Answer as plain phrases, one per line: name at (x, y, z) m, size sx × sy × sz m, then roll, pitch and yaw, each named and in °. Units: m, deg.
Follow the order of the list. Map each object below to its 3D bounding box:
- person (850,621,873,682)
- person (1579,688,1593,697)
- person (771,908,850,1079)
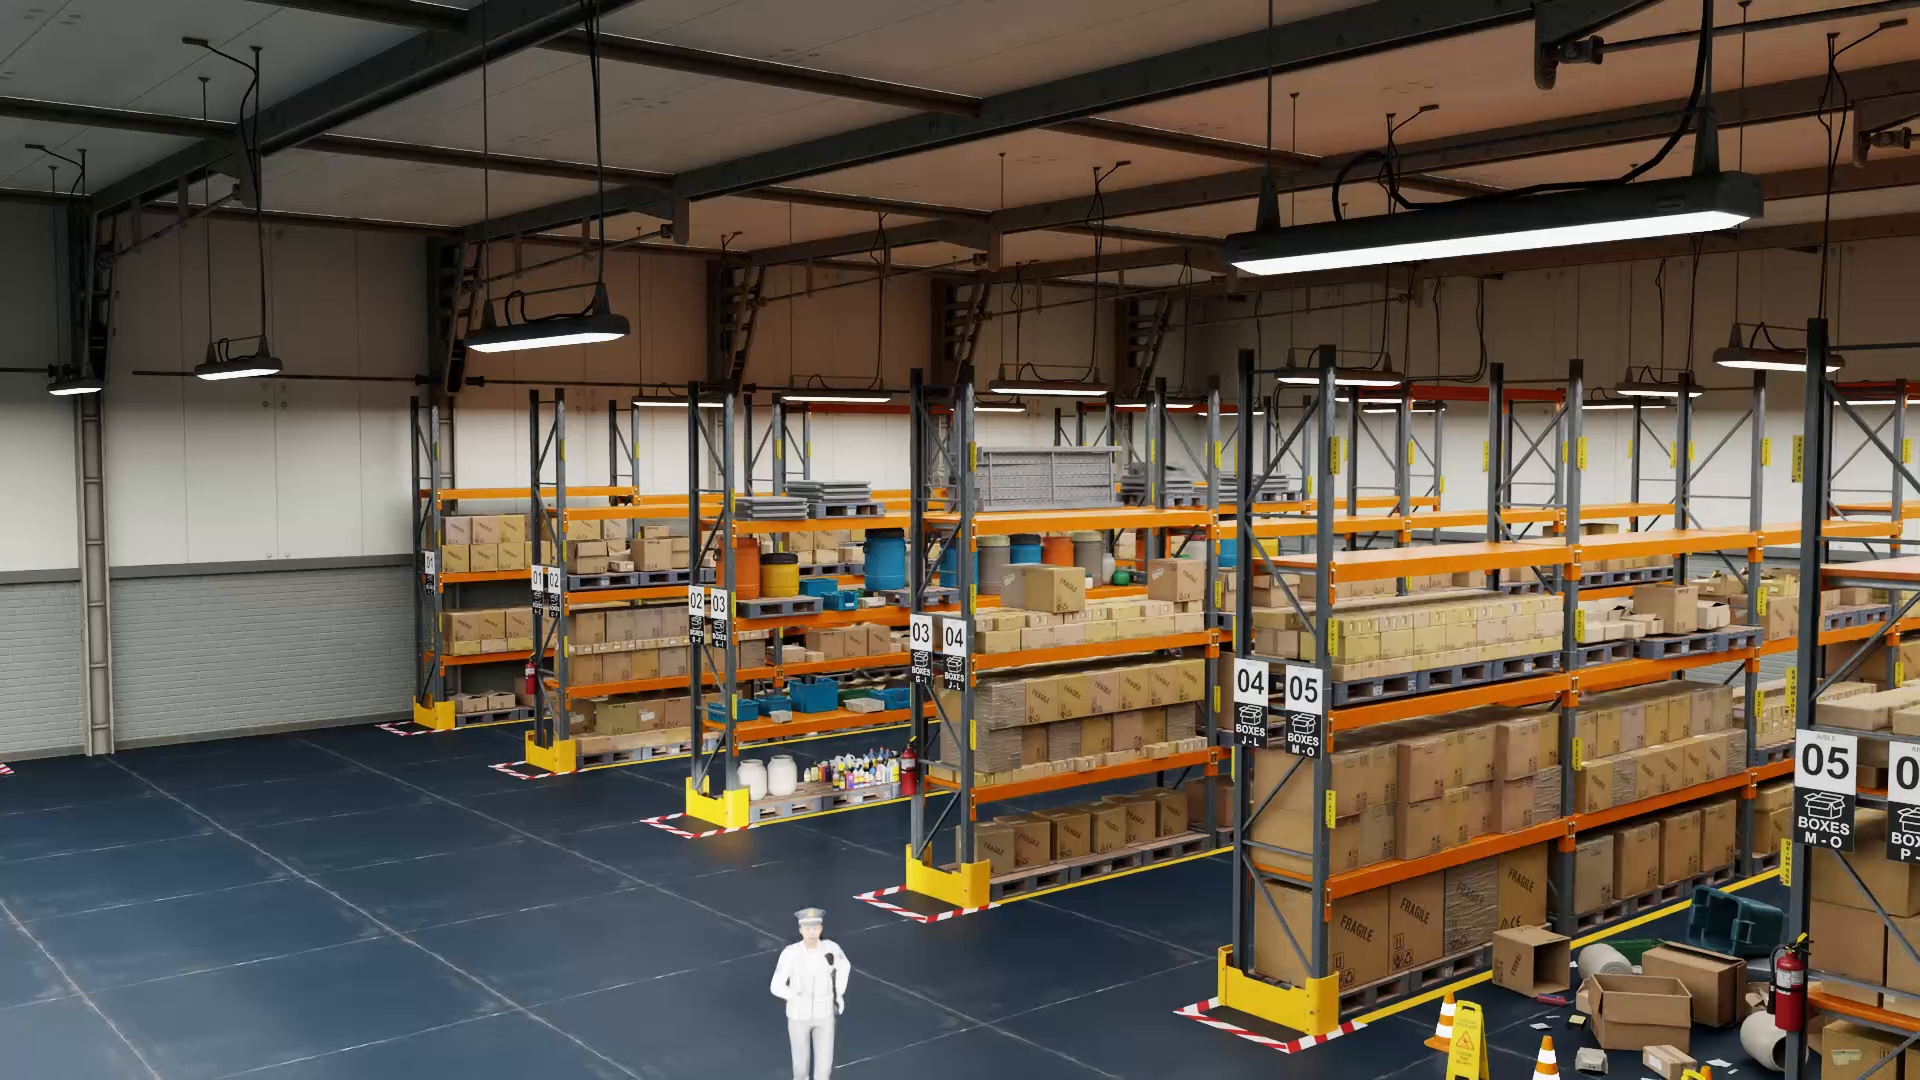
person at (-1.987, 2.306, 33.384) m, size 0.691 × 1.787 × 0.982 m, roll 3°, pitch 5°, yaw 43°
person at (9.046, 2.923, 23.997) m, size 0.887 × 1.595 × 0.533 m, roll -3°, pitch 5°, yaw -45°
person at (-1.101, 3.561, 12.405) m, size 0.613 × 1.687 × 0.923 m, roll -1°, pitch 3°, yaw -10°
